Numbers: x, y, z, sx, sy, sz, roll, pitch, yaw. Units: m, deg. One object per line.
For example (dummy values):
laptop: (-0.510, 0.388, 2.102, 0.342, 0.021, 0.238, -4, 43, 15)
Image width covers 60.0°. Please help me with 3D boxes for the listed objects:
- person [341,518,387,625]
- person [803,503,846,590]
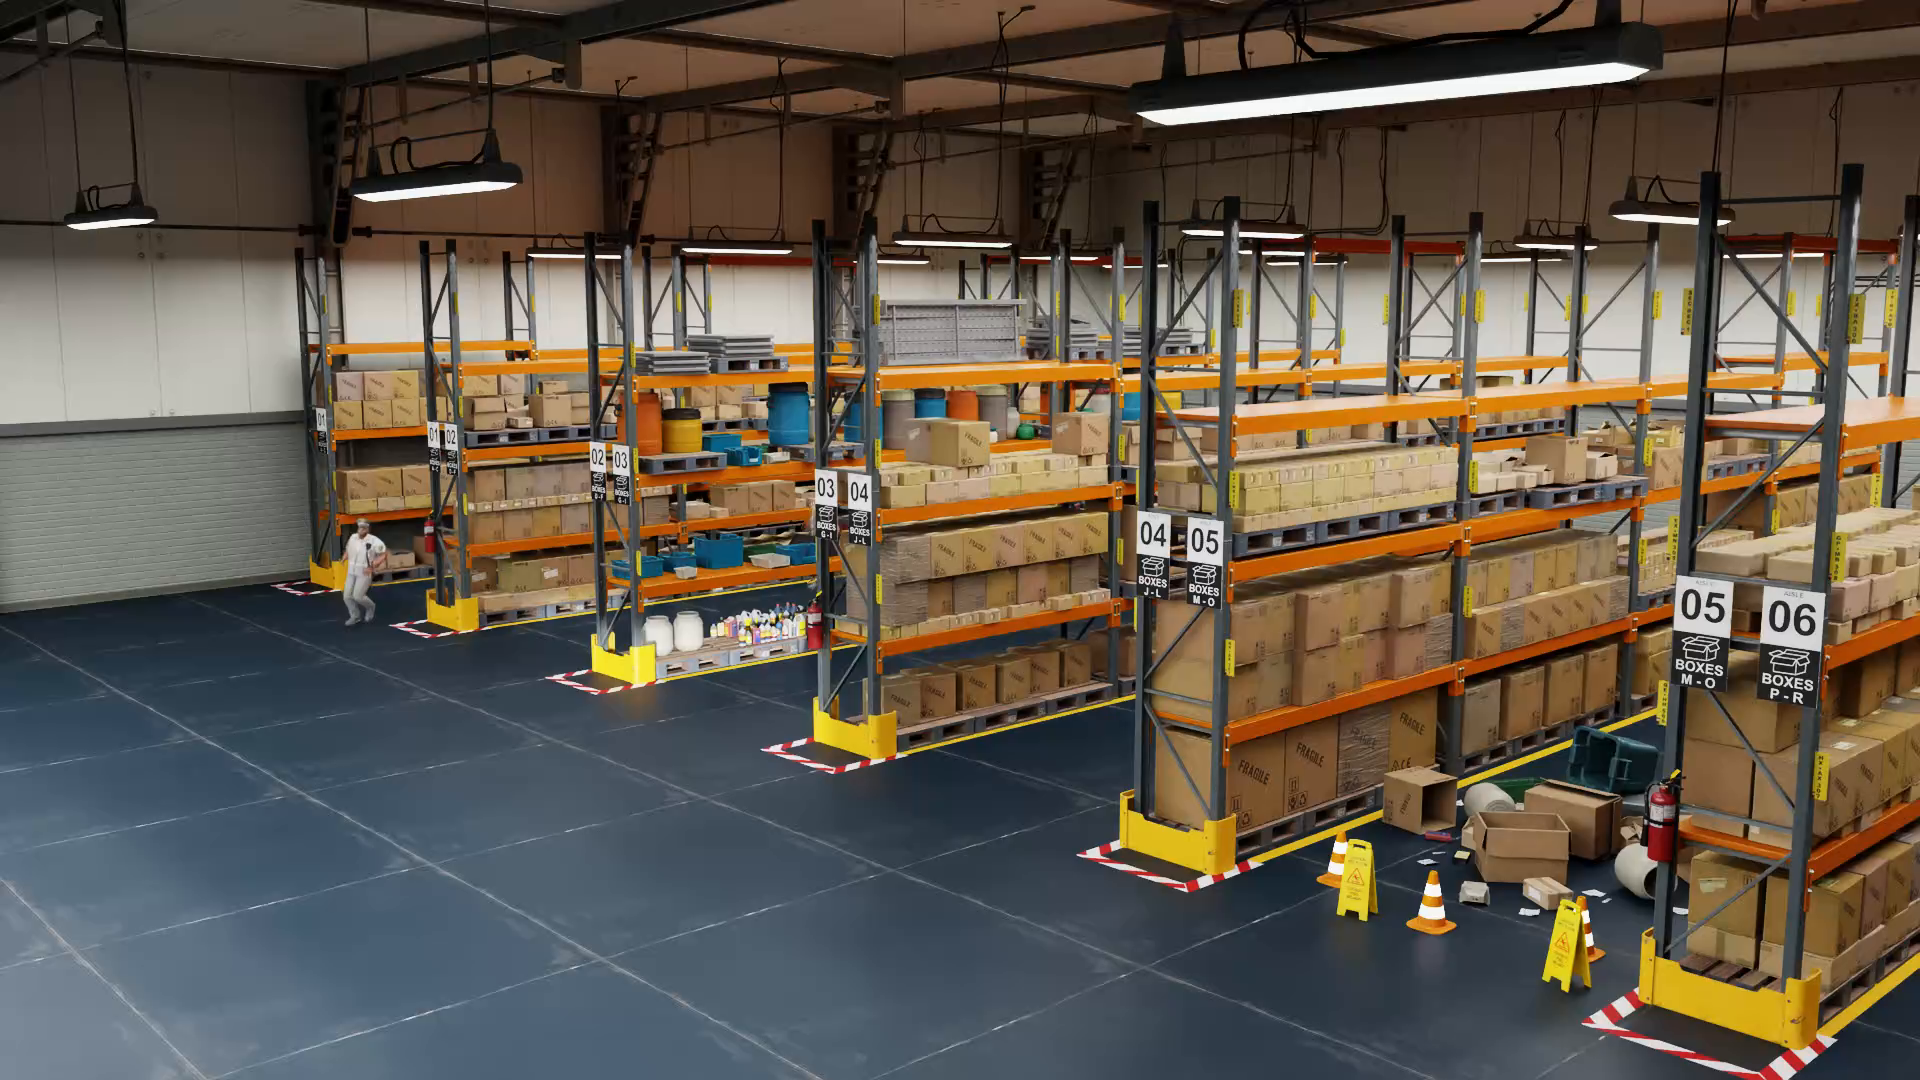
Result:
person: (-9.426, 0.497, 26.167, 0.665, 1.706, 0.548, 2, 9, 15)
person: (-2.279, -0.073, 27.914, 0.677, 1.750, 0.896, 6, 10, 35)
